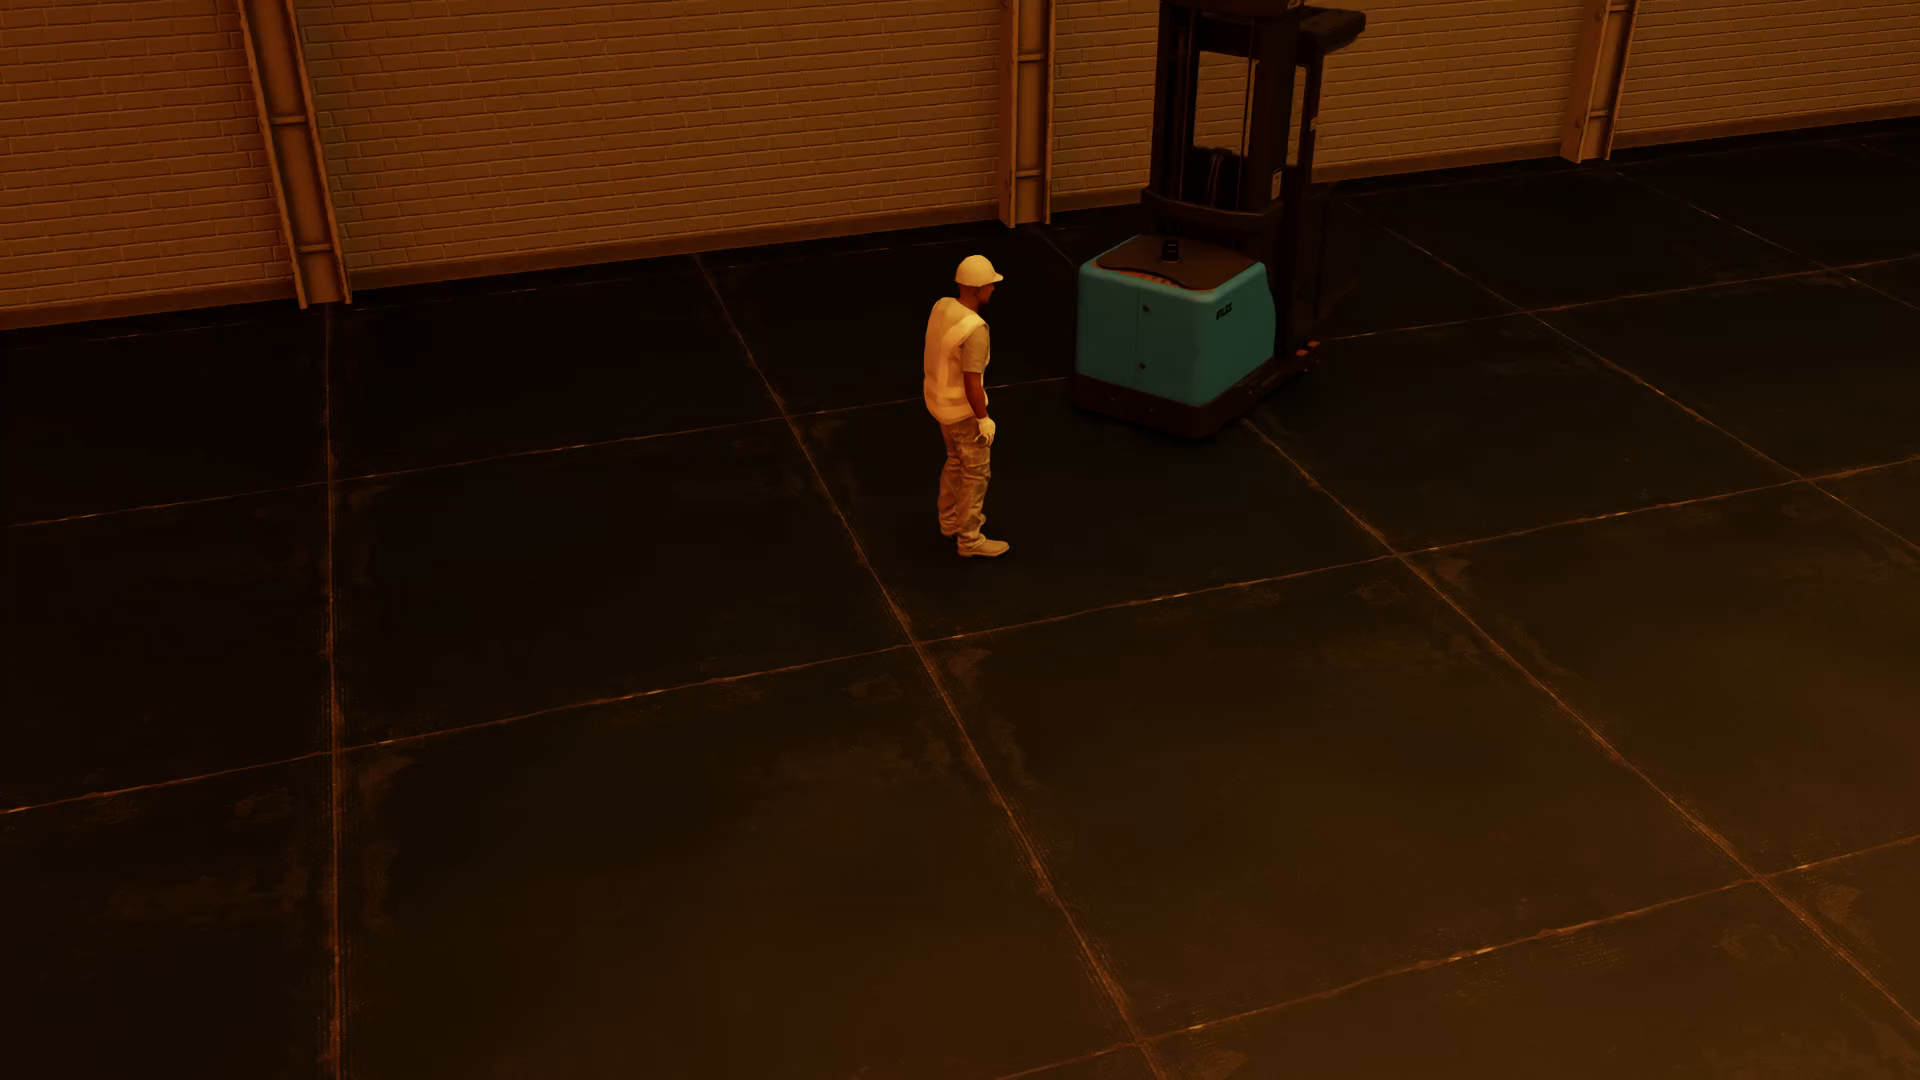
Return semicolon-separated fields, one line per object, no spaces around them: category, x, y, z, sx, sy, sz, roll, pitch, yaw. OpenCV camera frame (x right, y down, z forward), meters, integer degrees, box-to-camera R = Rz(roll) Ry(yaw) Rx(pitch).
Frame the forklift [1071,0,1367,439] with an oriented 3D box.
forklift;2.041;-2.622;11.644;1.130;2.935;3.031;20;35;30

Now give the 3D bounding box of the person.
person;0.034;-0.776;9.601;0.448;1.773;0.617;-11;32;-18
